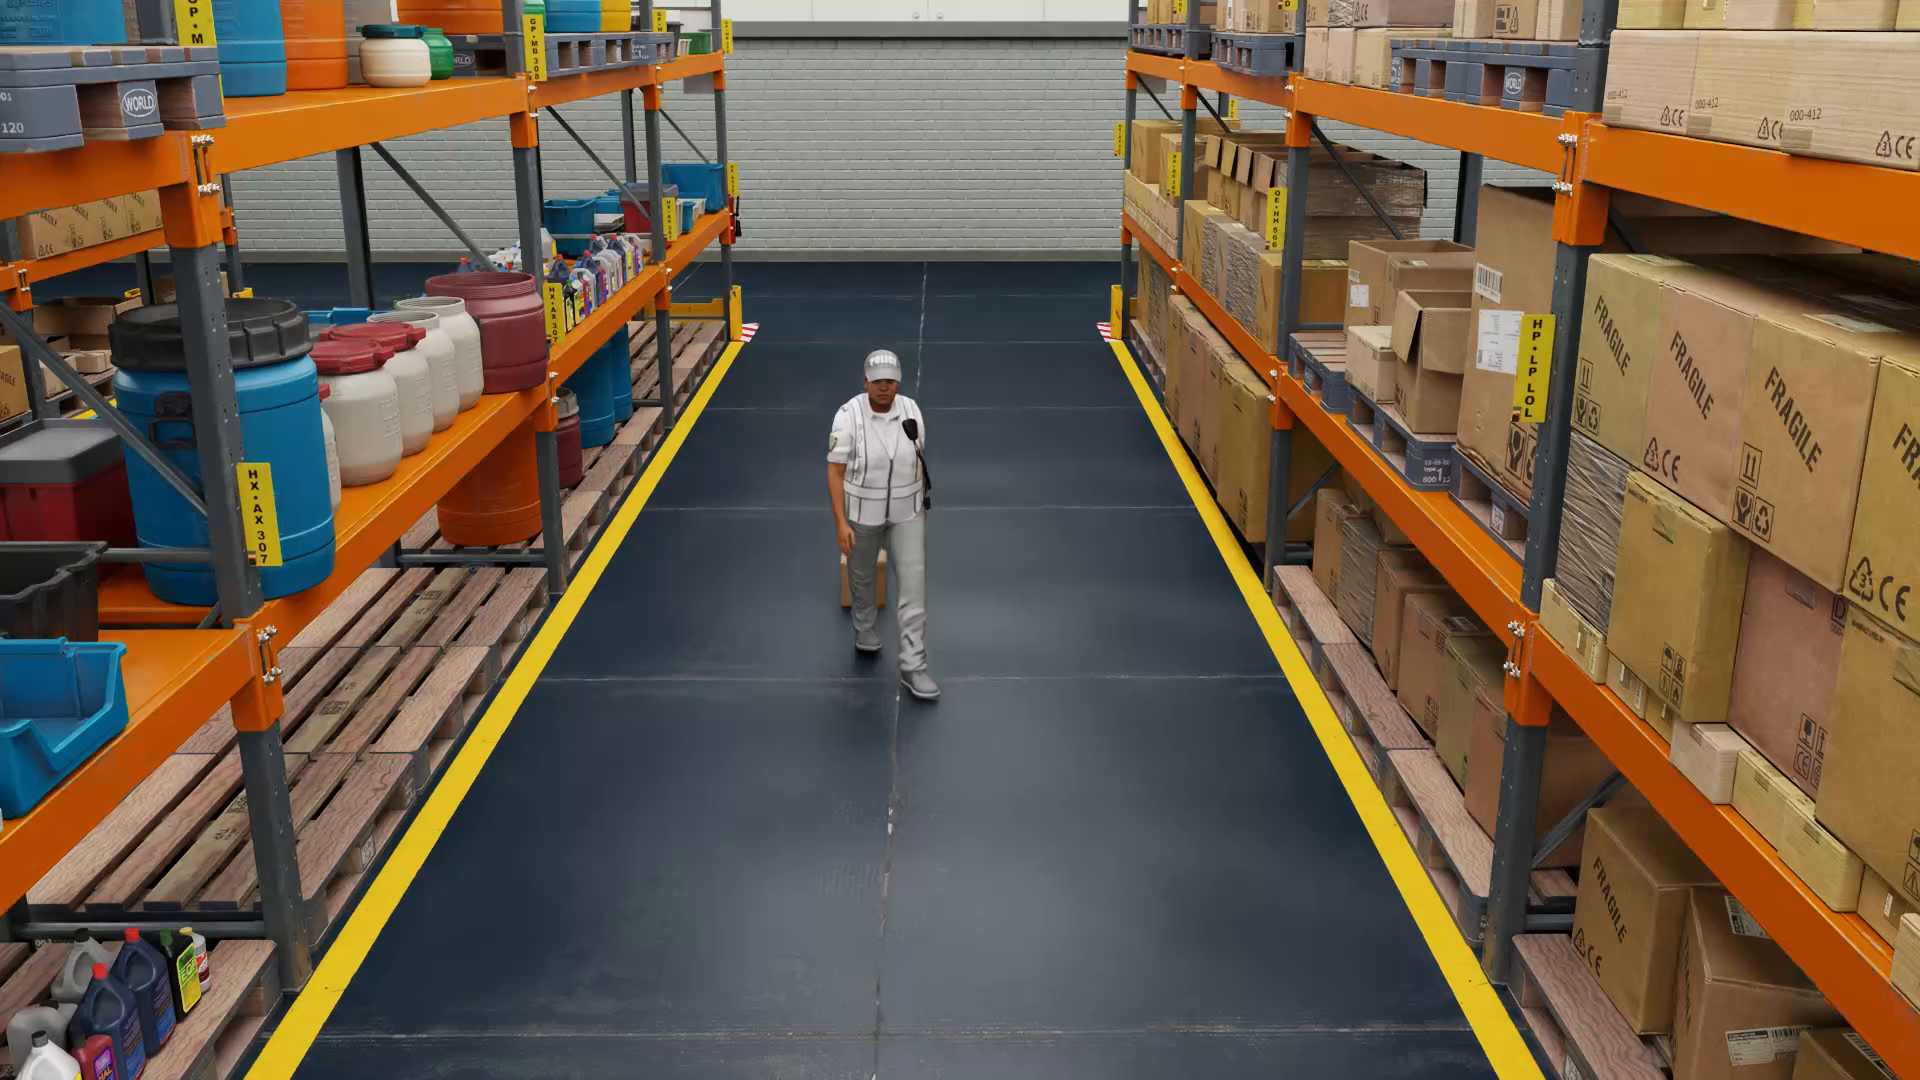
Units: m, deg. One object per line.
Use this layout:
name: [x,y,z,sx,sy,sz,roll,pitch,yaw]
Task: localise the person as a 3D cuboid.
person: [-0.380,-0.128,7.946,0.507,1.590,0.999,-3,18,-11]
